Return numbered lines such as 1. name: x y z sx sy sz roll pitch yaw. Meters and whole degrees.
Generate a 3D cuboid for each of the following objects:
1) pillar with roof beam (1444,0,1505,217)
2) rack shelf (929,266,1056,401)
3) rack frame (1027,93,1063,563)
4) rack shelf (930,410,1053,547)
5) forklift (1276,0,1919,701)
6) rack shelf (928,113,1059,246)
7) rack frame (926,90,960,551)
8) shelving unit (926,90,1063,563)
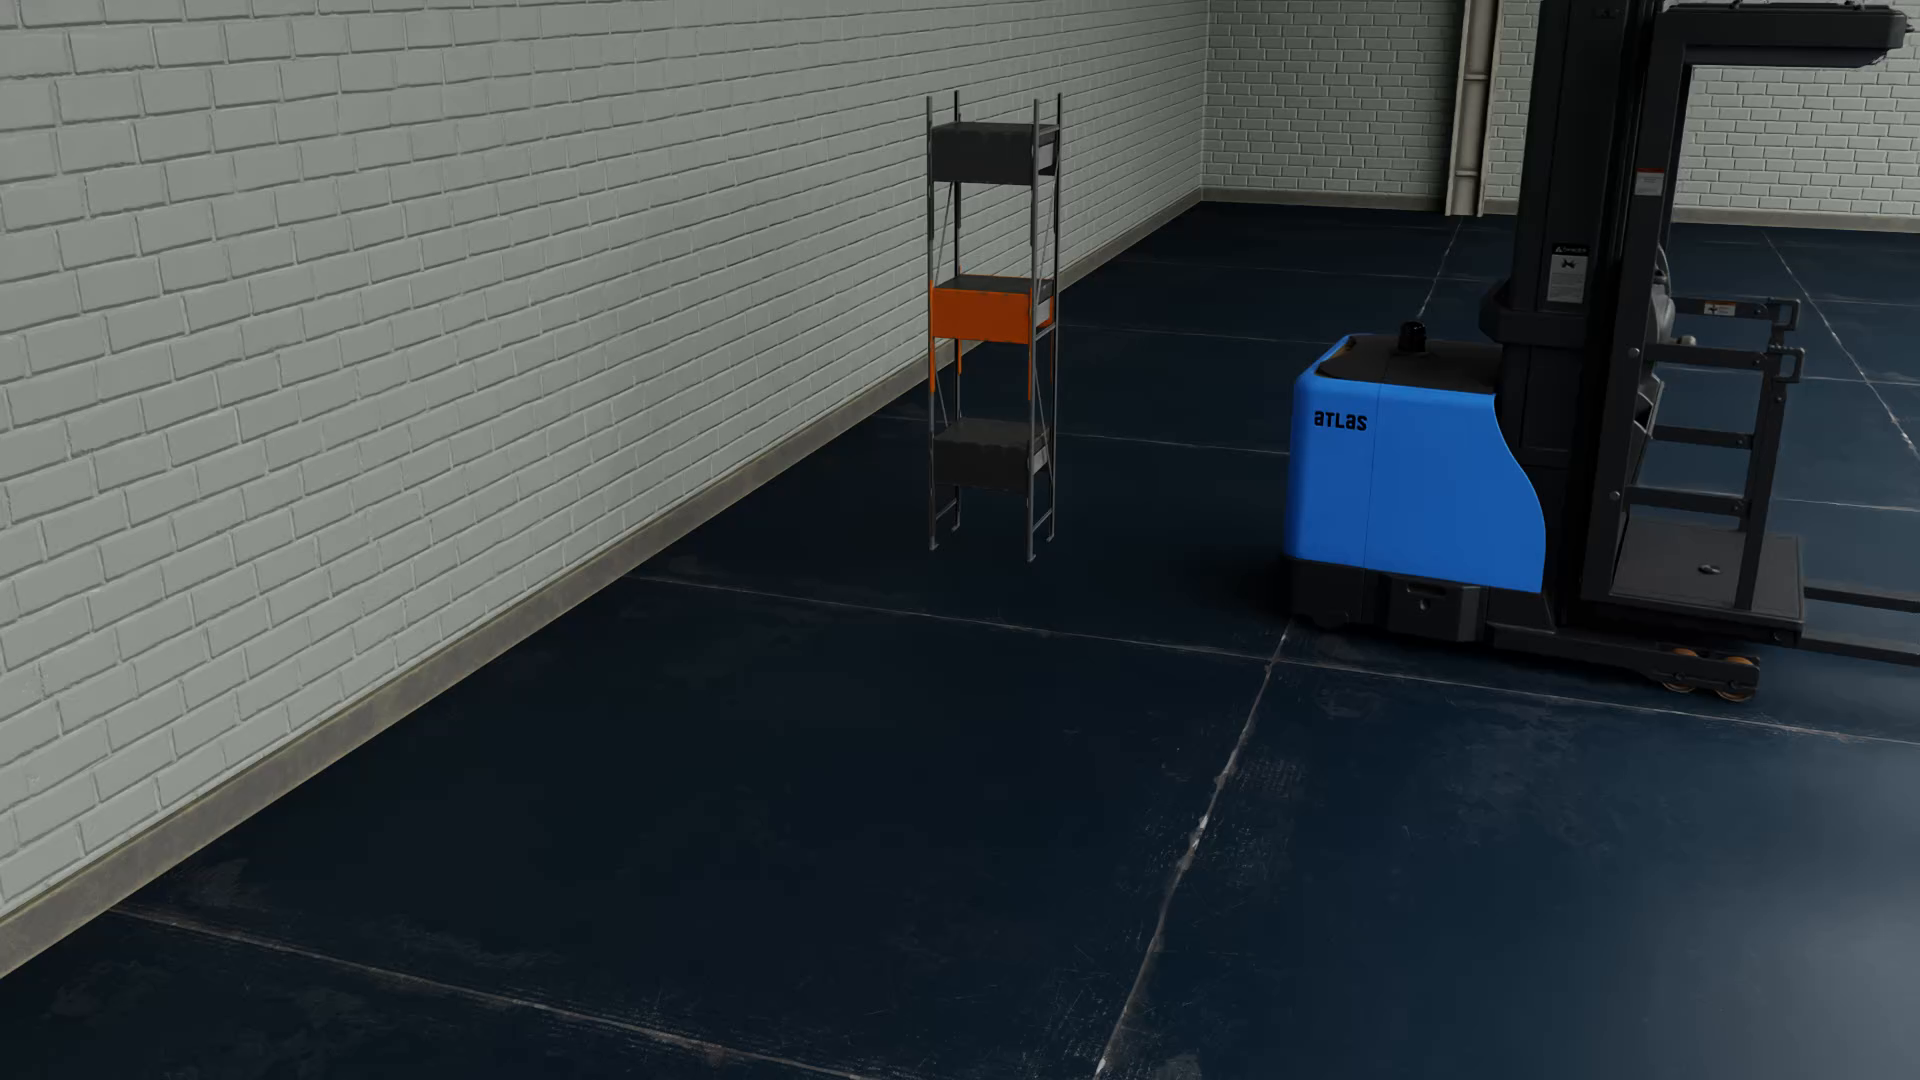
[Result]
1. pillar with roof beam: 4.177 -6.526 13.128 0.400 9.000 9.100 7 20 18
2. rack shelf: 0.156 -0.961 7.684 0.480 0.518 0.431 7 20 18
3. rack frame: 0.387 -0.947 7.604 0.015 2.100 0.400 7 20 18
4. rack shelf: 0.156 -0.300 7.914 0.480 0.518 0.431 7 20 18
5. forklift: 2.903 -0.970 6.406 3.031 2.935 1.130 9 21 23
6. rack shelf: 0.156 -1.622 7.453 0.480 0.518 0.431 7 20 18
7. rack frame: -0.074 -1.000 7.755 0.015 2.100 0.400 7 20 18
8. shelving unit: 0.156 -0.974 7.679 0.503 2.100 0.431 7 20 18
